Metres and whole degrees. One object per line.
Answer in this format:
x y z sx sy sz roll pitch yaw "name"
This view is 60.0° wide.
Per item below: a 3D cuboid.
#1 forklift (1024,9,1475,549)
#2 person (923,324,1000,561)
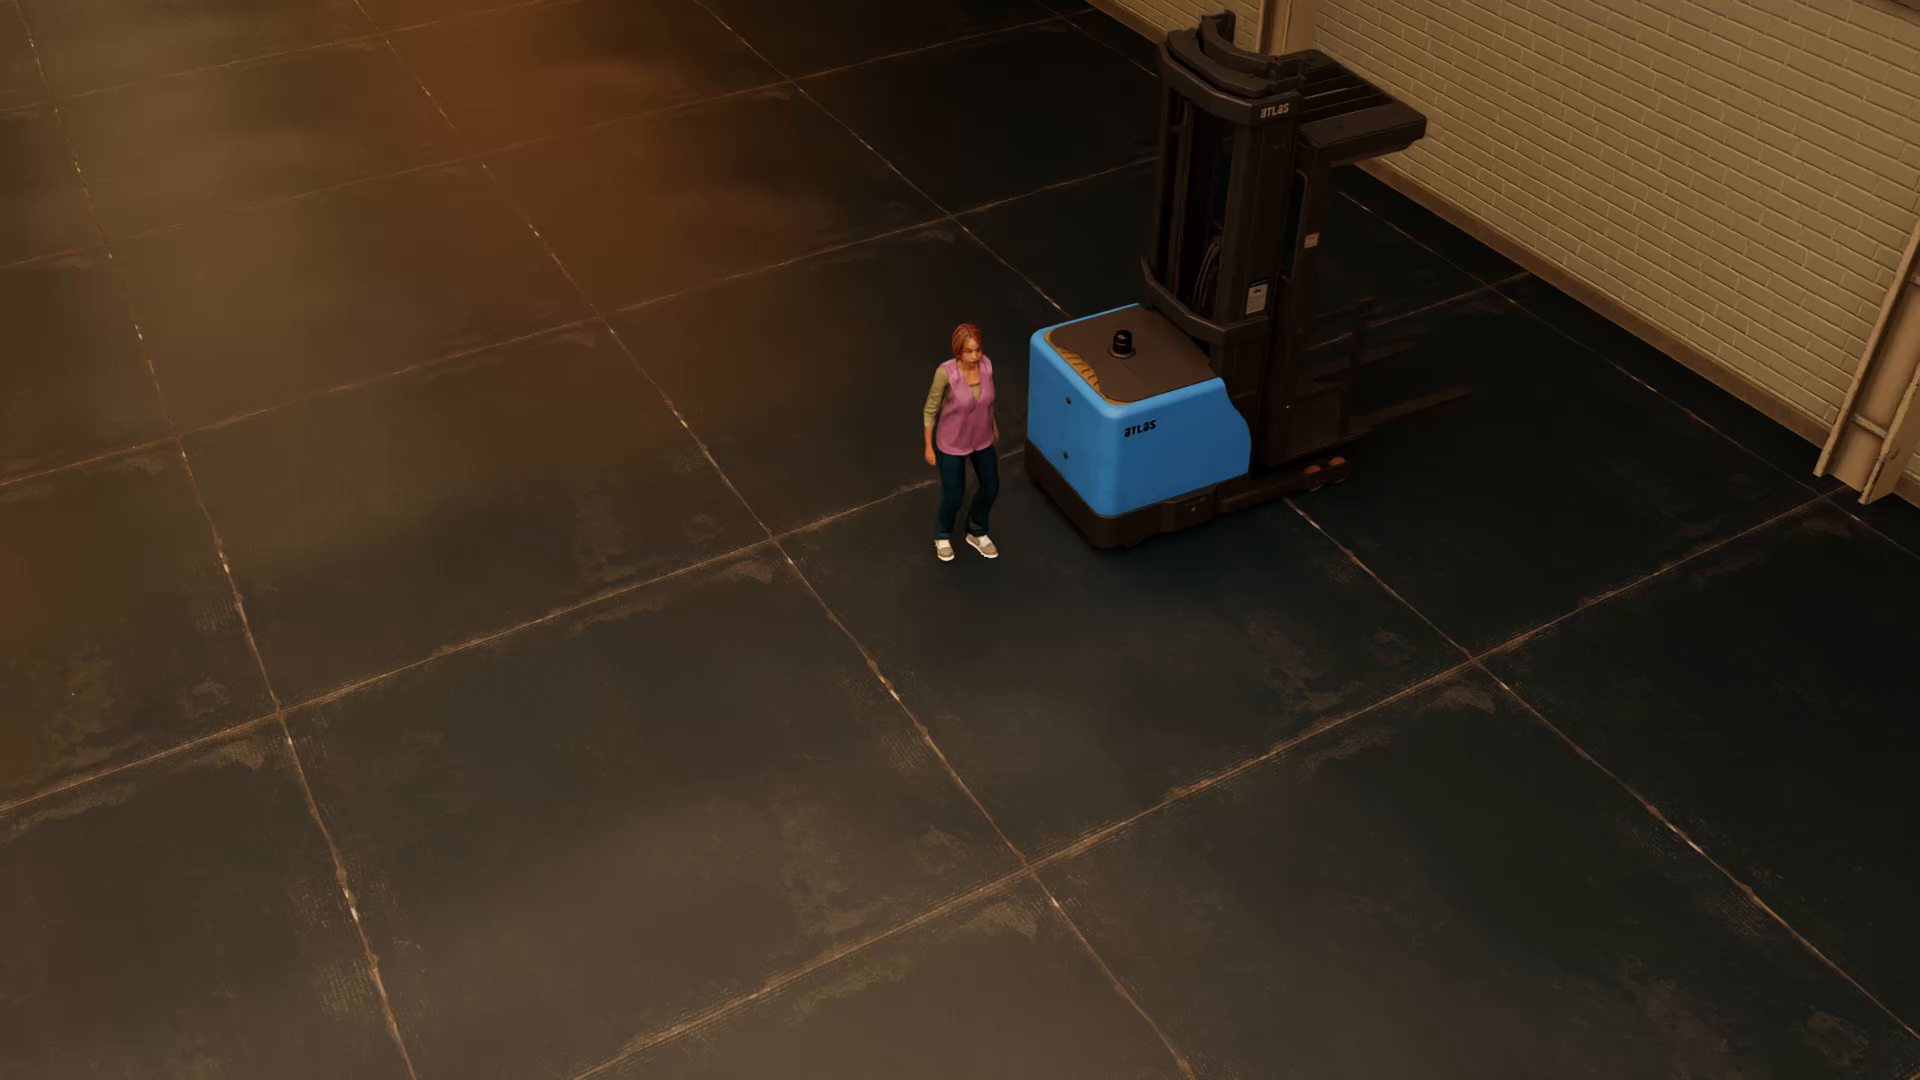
1.968 -1.729 10.120 3.031 2.935 1.130 -18 43 -20 "forklift"
0.036 -0.556 9.781 0.518 1.579 0.375 -20 44 -23 "person"
